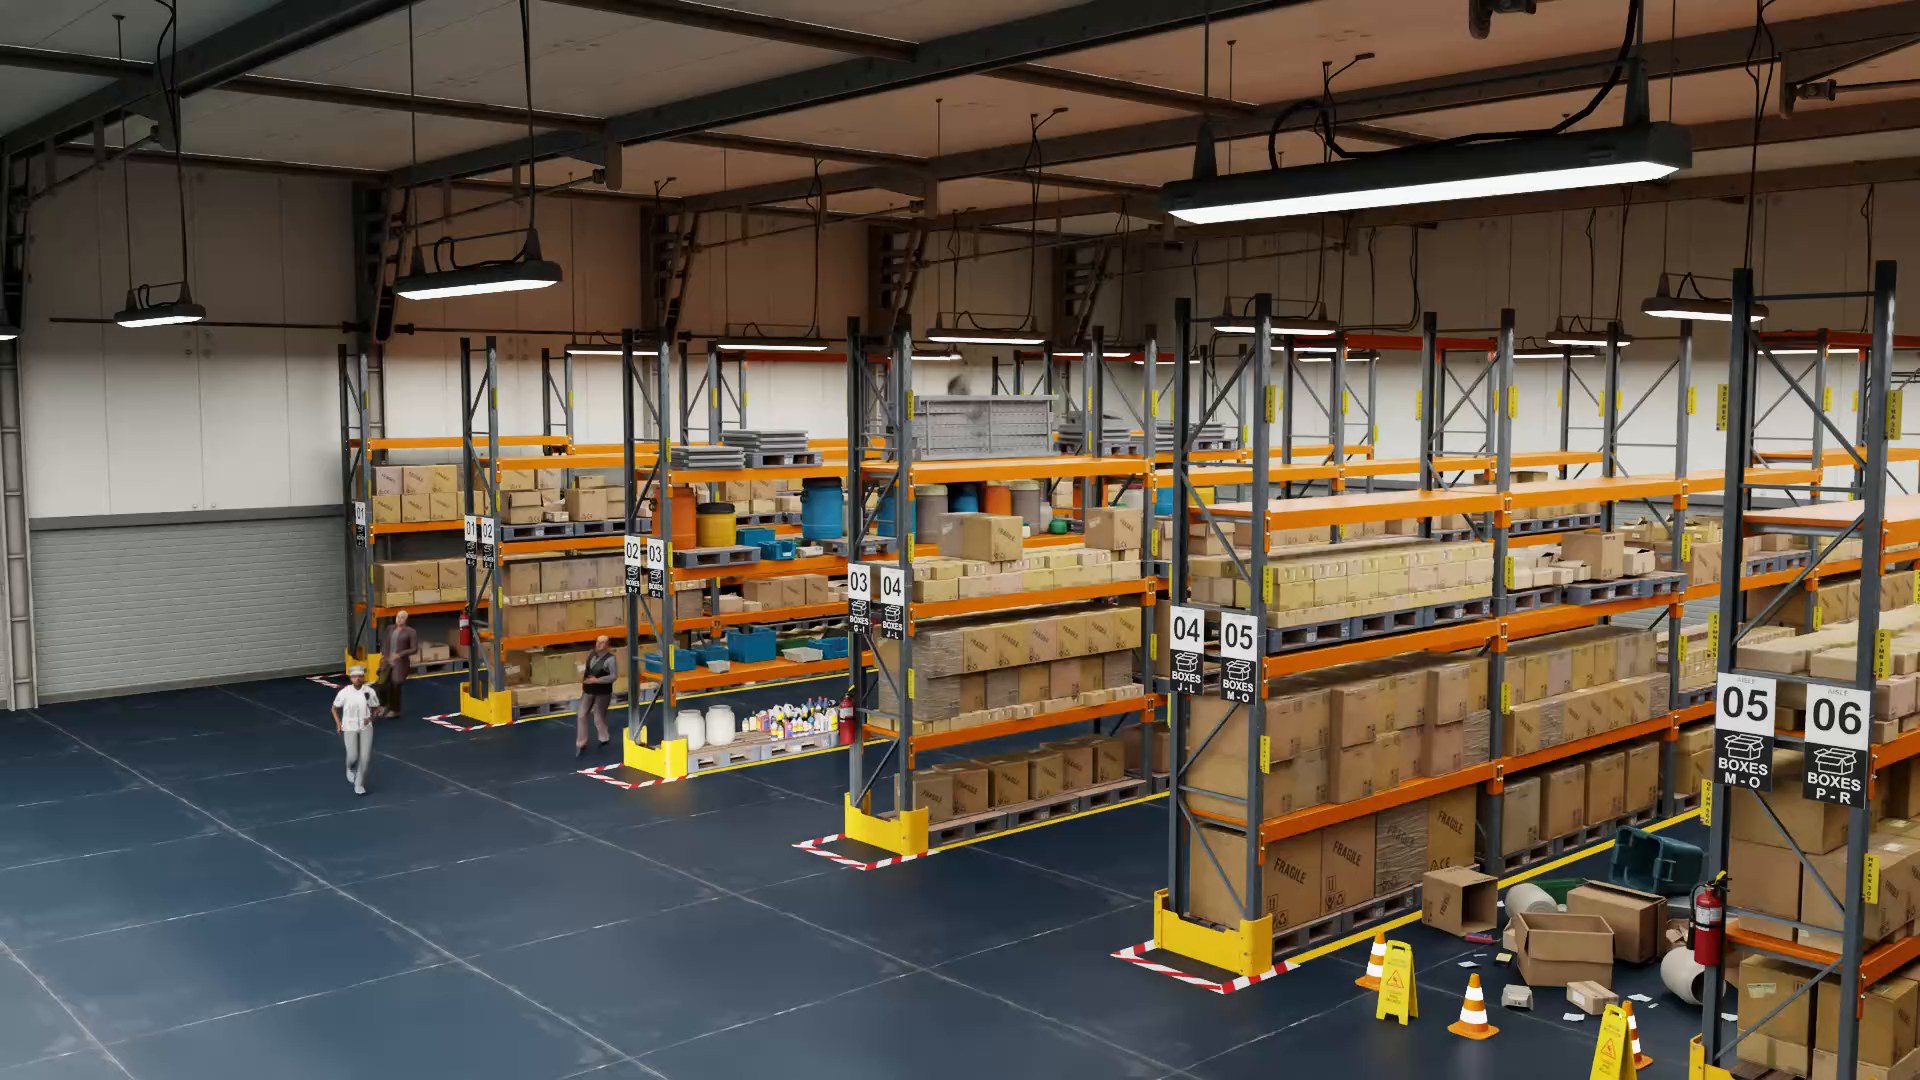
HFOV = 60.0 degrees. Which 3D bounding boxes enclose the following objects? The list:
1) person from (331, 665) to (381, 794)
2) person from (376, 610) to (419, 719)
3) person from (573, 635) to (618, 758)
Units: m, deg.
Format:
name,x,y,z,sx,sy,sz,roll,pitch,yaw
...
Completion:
name,x,y,z,sx,sy,sz,roll,pitch,yaw
person,-7.748,2.427,21.393,0.588,1.654,0.566,-3,6,-27
person,-8.831,1.959,26.090,0.705,1.716,0.669,1,5,7
person,-5.097,2.216,23.634,0.626,1.758,0.705,2,5,19
